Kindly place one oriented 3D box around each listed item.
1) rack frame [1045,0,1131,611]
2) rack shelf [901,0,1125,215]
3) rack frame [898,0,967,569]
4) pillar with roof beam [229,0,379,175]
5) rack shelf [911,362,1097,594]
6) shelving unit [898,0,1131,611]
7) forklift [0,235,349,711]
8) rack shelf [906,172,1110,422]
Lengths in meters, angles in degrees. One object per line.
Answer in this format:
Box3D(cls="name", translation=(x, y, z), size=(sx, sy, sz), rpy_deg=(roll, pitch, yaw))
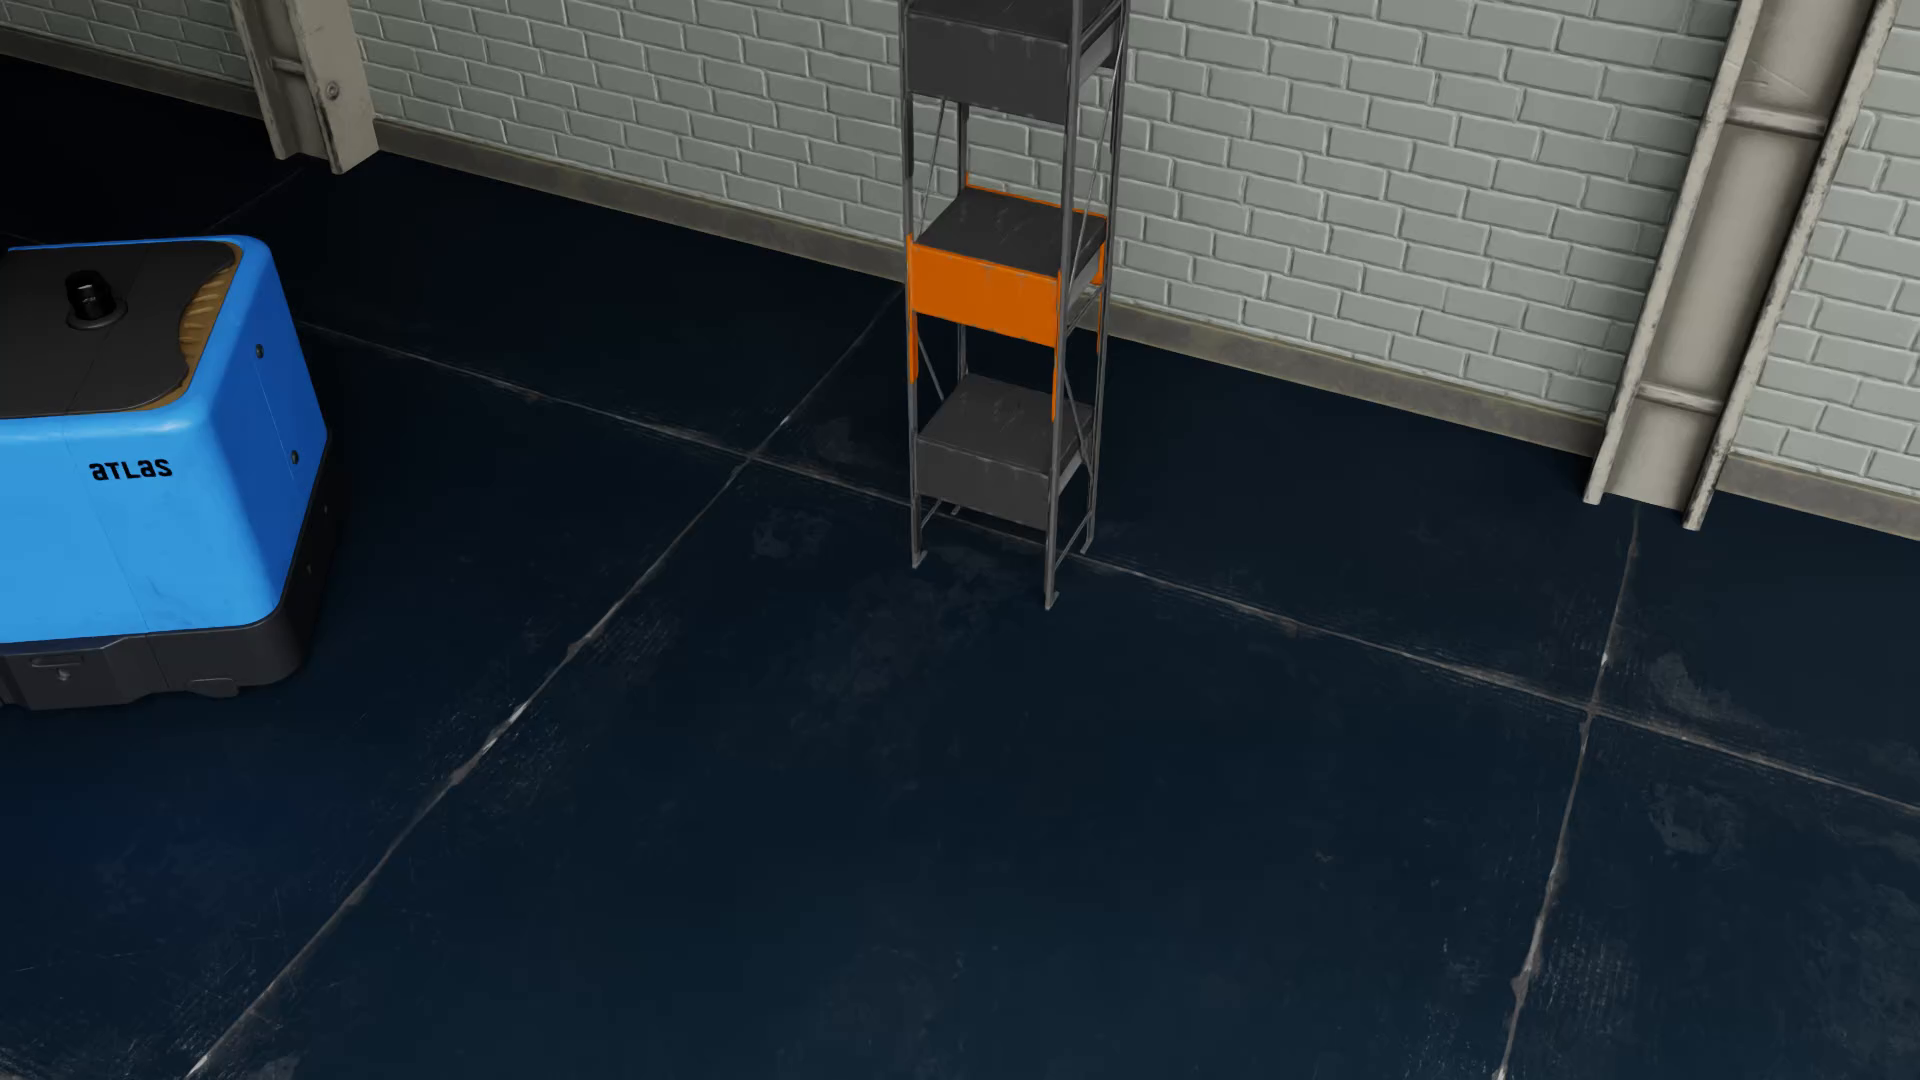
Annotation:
Box3D(cls="rack frame", translation=(0.371, -0.680, 4.931), size=(0.015, 2.100, 0.400), rpy_deg=(17, 44, 19))
Box3D(cls="rack shelf", translation=(0.150, -1.266, 4.560), size=(0.480, 0.518, 0.431), rpy_deg=(17, 44, 19))
Box3D(cls="rack frame", translation=(-0.071, -0.815, 5.087), size=(0.015, 2.100, 0.400), rpy_deg=(17, 44, 19))
Box3D(cls="pillar with roof beam", translation=(-4.803, -2.682, 1.973), size=(0.400, 9.000, 9.100), rpy_deg=(17, 44, 19))
Box3D(cls="rack shelf", translation=(0.150, -0.208, 5.477), size=(0.480, 0.518, 0.431), rpy_deg=(17, 44, 19))
Box3D(cls="shelving unit", translation=(0.150, -0.748, 5.009), size=(0.503, 2.100, 0.431), rpy_deg=(17, 44, 19))
Box3D(cls="forklift", translation=(-3.609, -0.847, 4.490), size=(3.031, 2.935, 1.130), rpy_deg=(-4, 41, -5))
Box3D(cls="rack shelf", translation=(0.150, -0.737, 5.018), size=(0.480, 0.518, 0.431), rpy_deg=(17, 44, 19))
